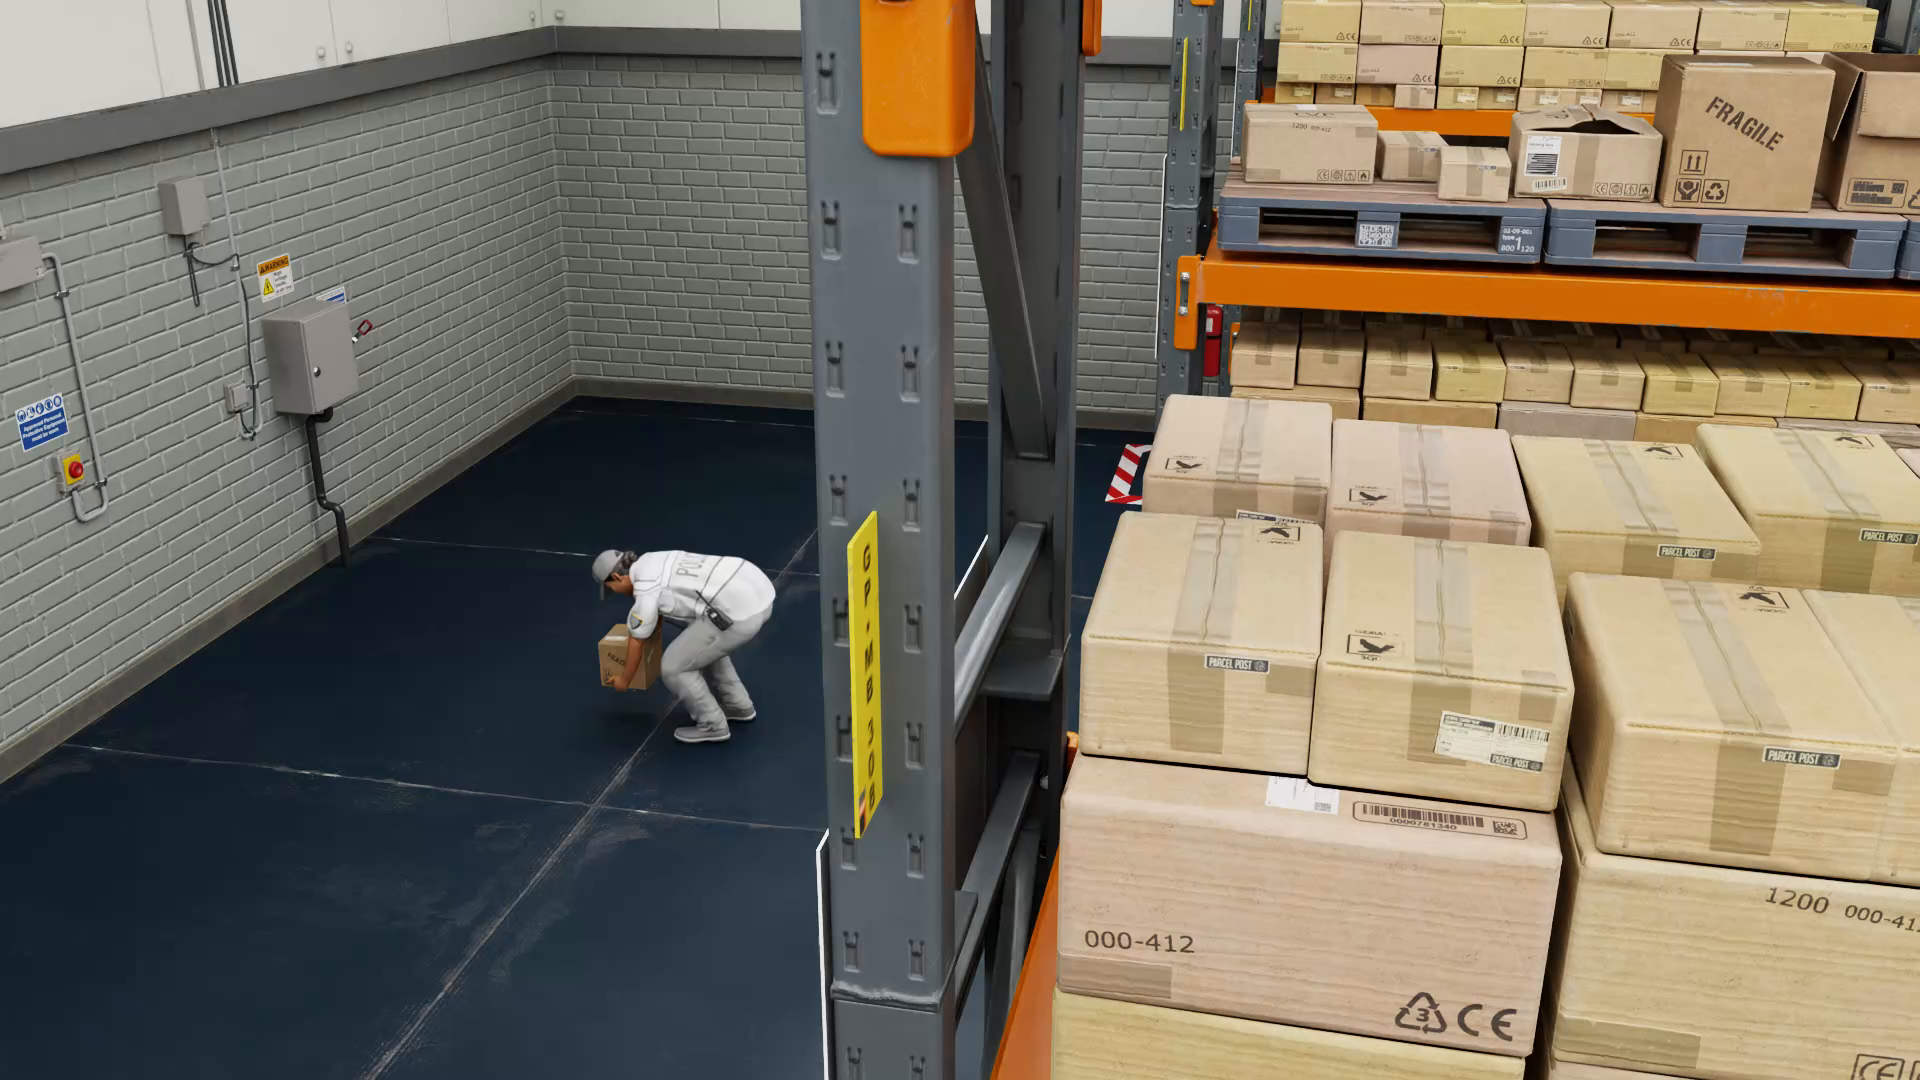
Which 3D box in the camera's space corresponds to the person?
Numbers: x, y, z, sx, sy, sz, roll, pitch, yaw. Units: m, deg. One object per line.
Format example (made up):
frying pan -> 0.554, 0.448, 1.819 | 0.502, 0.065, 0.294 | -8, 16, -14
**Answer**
person -> -1.427, 0.531, 8.658 | 0.938, 0.998, 0.502 | 3, 22, 8
